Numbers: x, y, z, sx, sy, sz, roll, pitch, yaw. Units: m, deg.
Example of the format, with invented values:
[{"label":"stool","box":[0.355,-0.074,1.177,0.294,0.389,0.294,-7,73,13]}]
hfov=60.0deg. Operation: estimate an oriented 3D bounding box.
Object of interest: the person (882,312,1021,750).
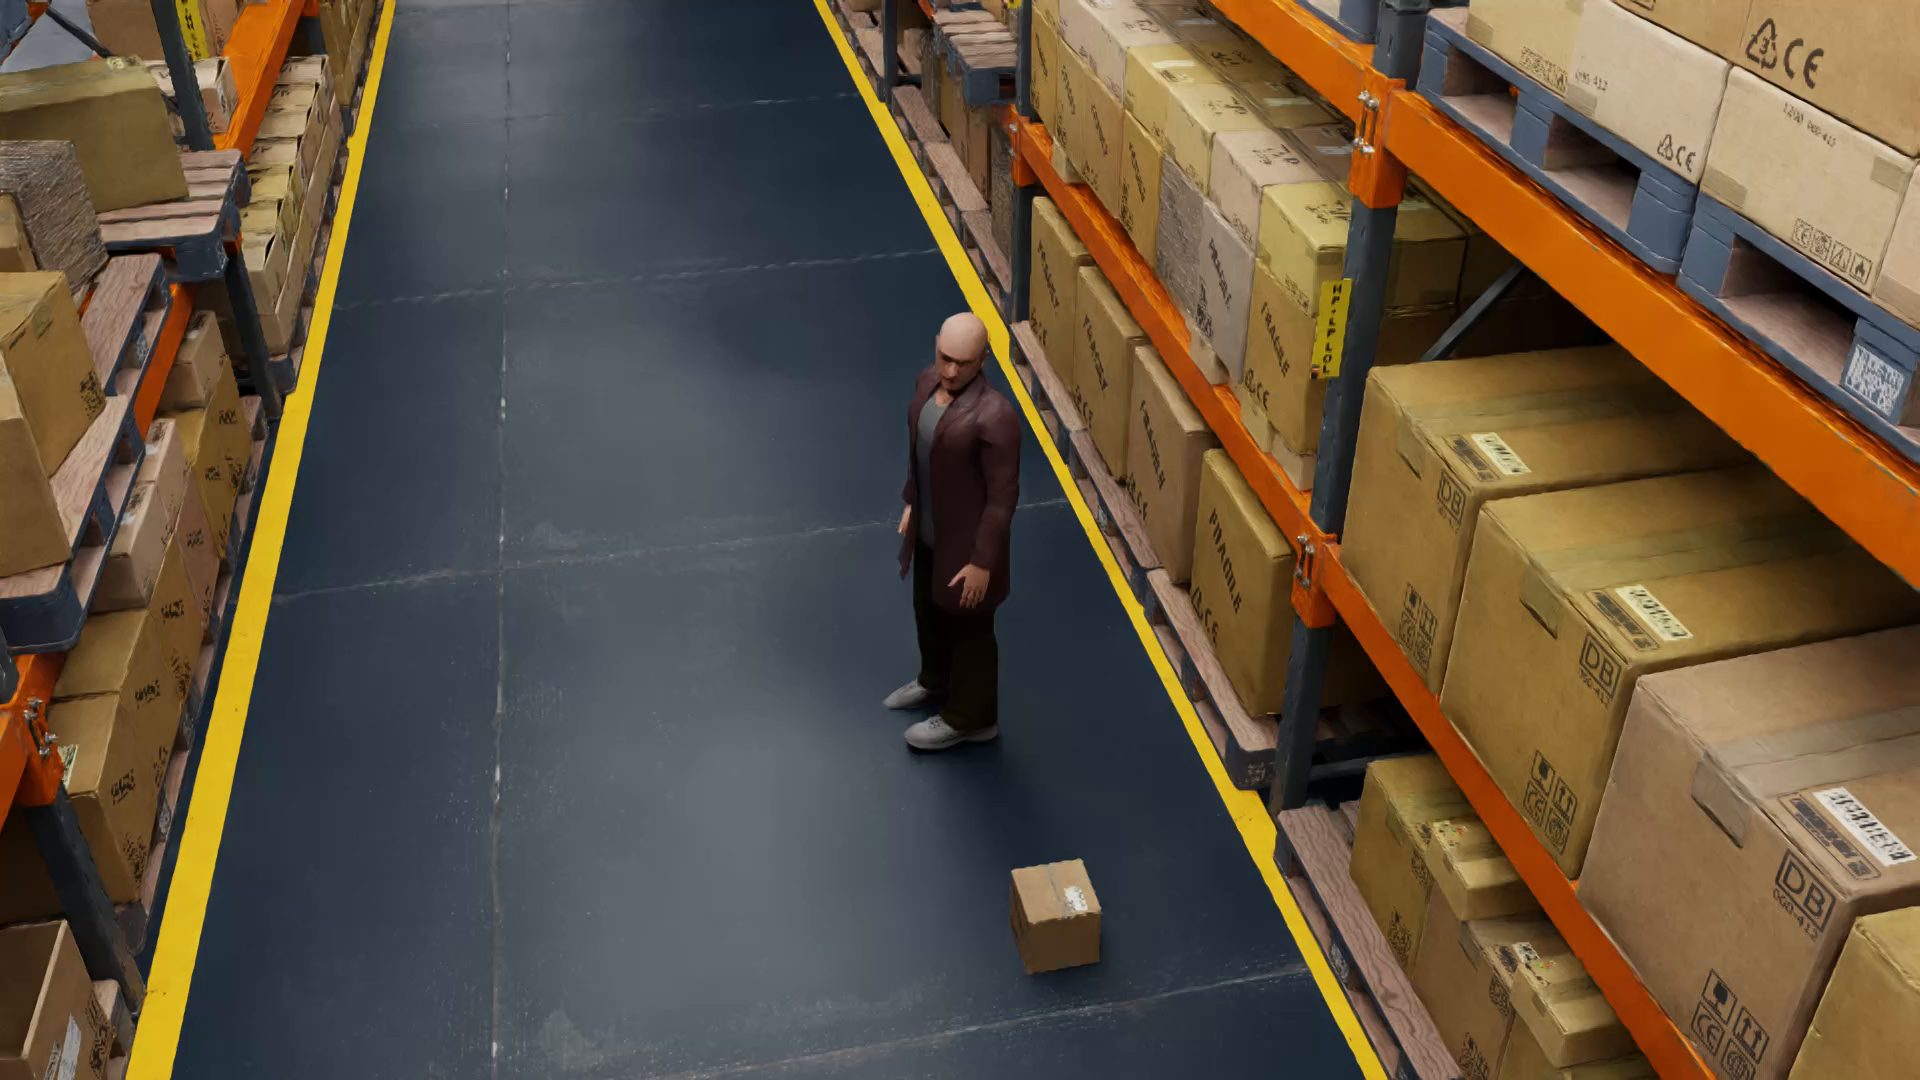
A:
[{"label":"person","box":[-0.050,0.010,6.145,0.432,1.832,0.634,-20,39,-27]}]
